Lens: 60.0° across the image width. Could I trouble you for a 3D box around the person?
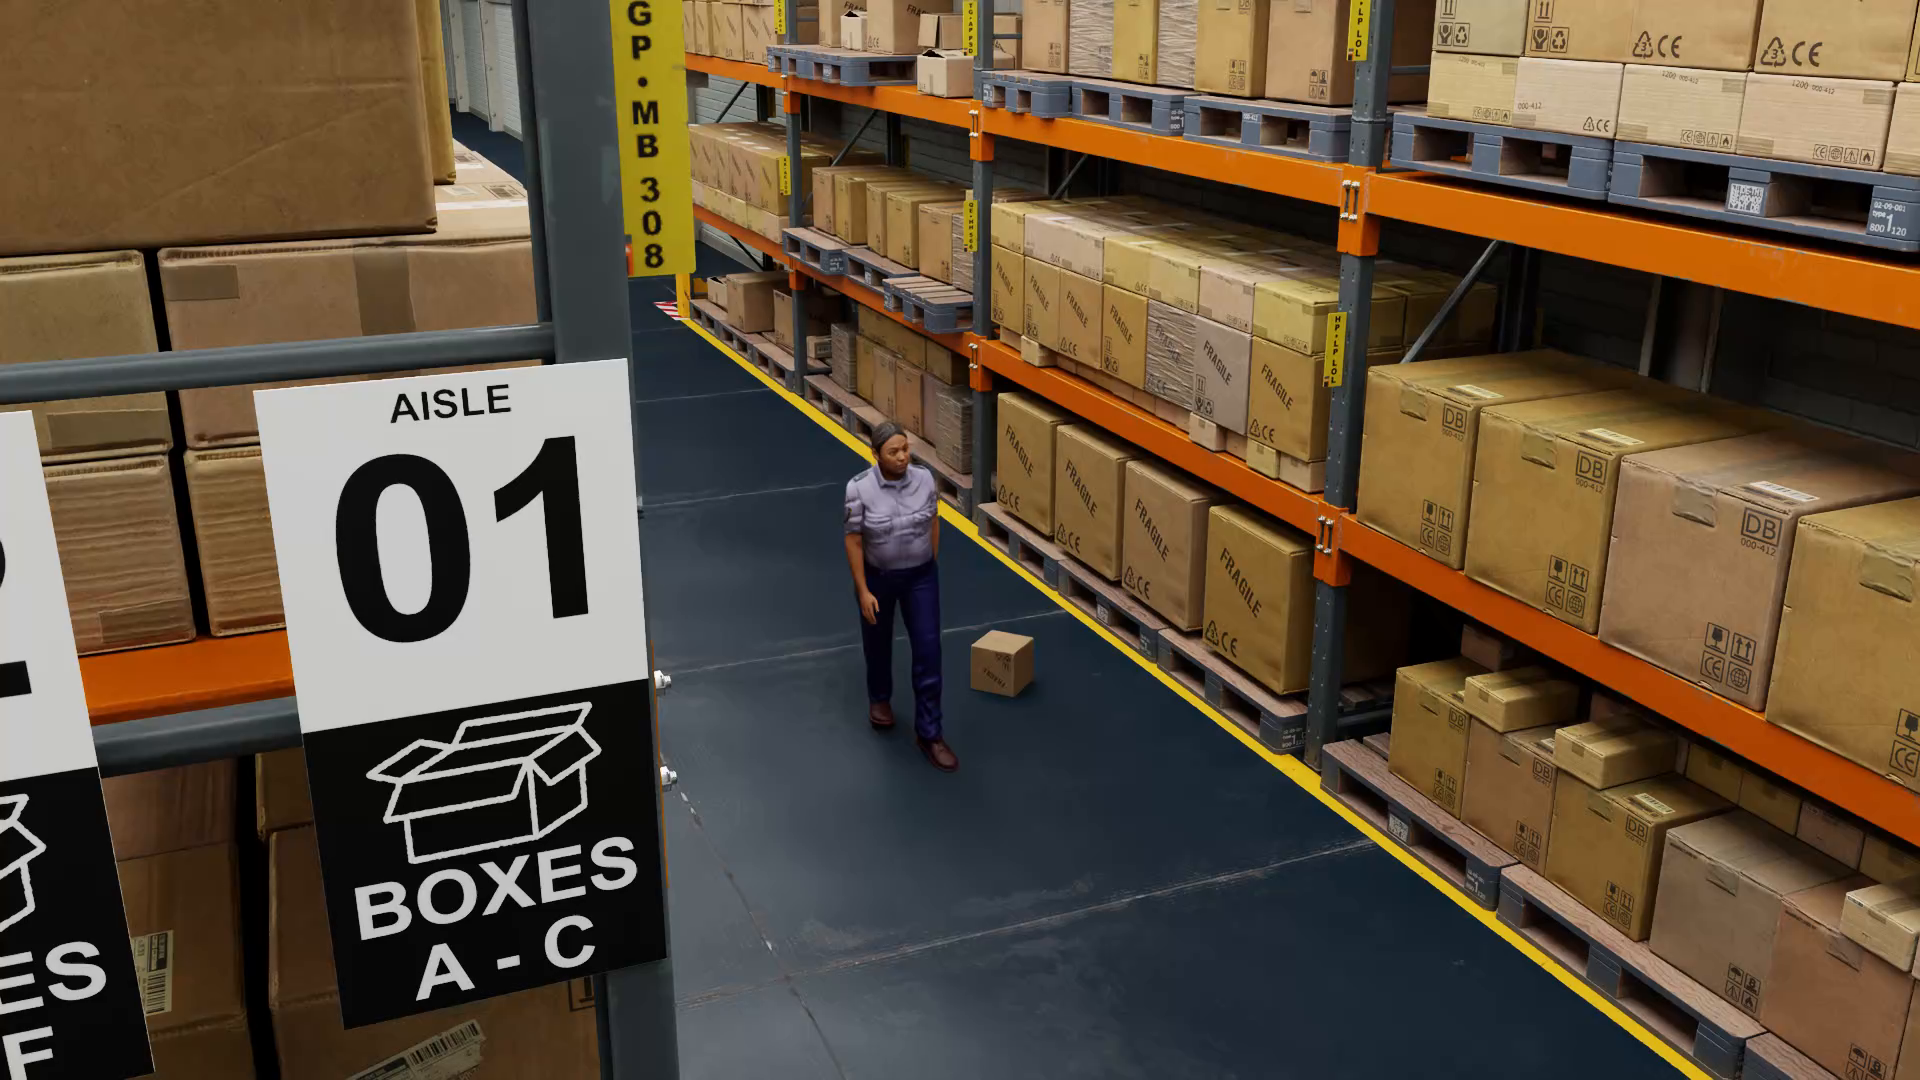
[{"bbox_3d":[-0.308,0.219,7.959,0.494,1.640,0.783,-4,19,-10],"label":"person"}]
